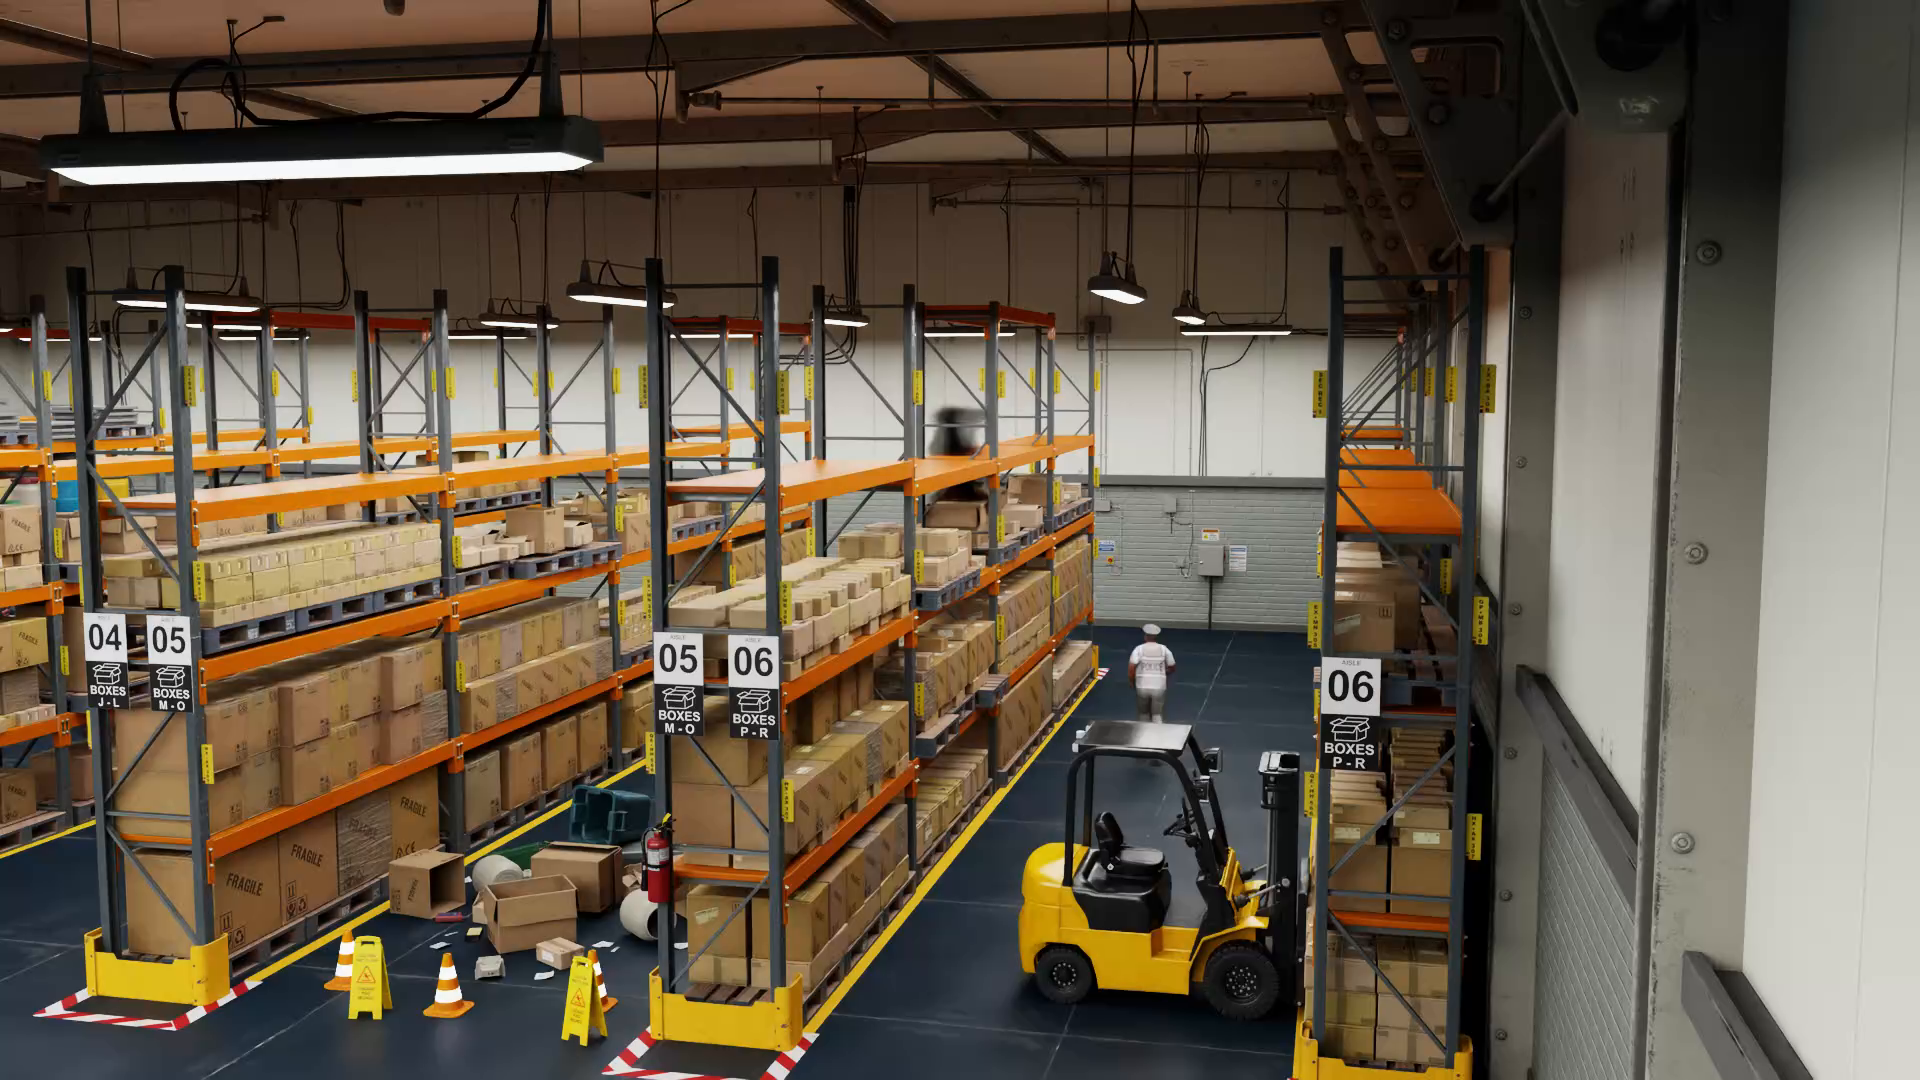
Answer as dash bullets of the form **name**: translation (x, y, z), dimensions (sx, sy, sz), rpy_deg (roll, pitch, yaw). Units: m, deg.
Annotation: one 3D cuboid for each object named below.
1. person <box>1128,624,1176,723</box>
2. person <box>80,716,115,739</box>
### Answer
- **person**: translation (2.624, 2.029, 22.664), dimensions (0.646, 1.729, 0.777), rpy_deg (0, 6, 3)
- **person**: translation (-11.502, 2.101, 22.301), dimensions (0.527, 1.671, 0.791), rpy_deg (0, 6, 2)
